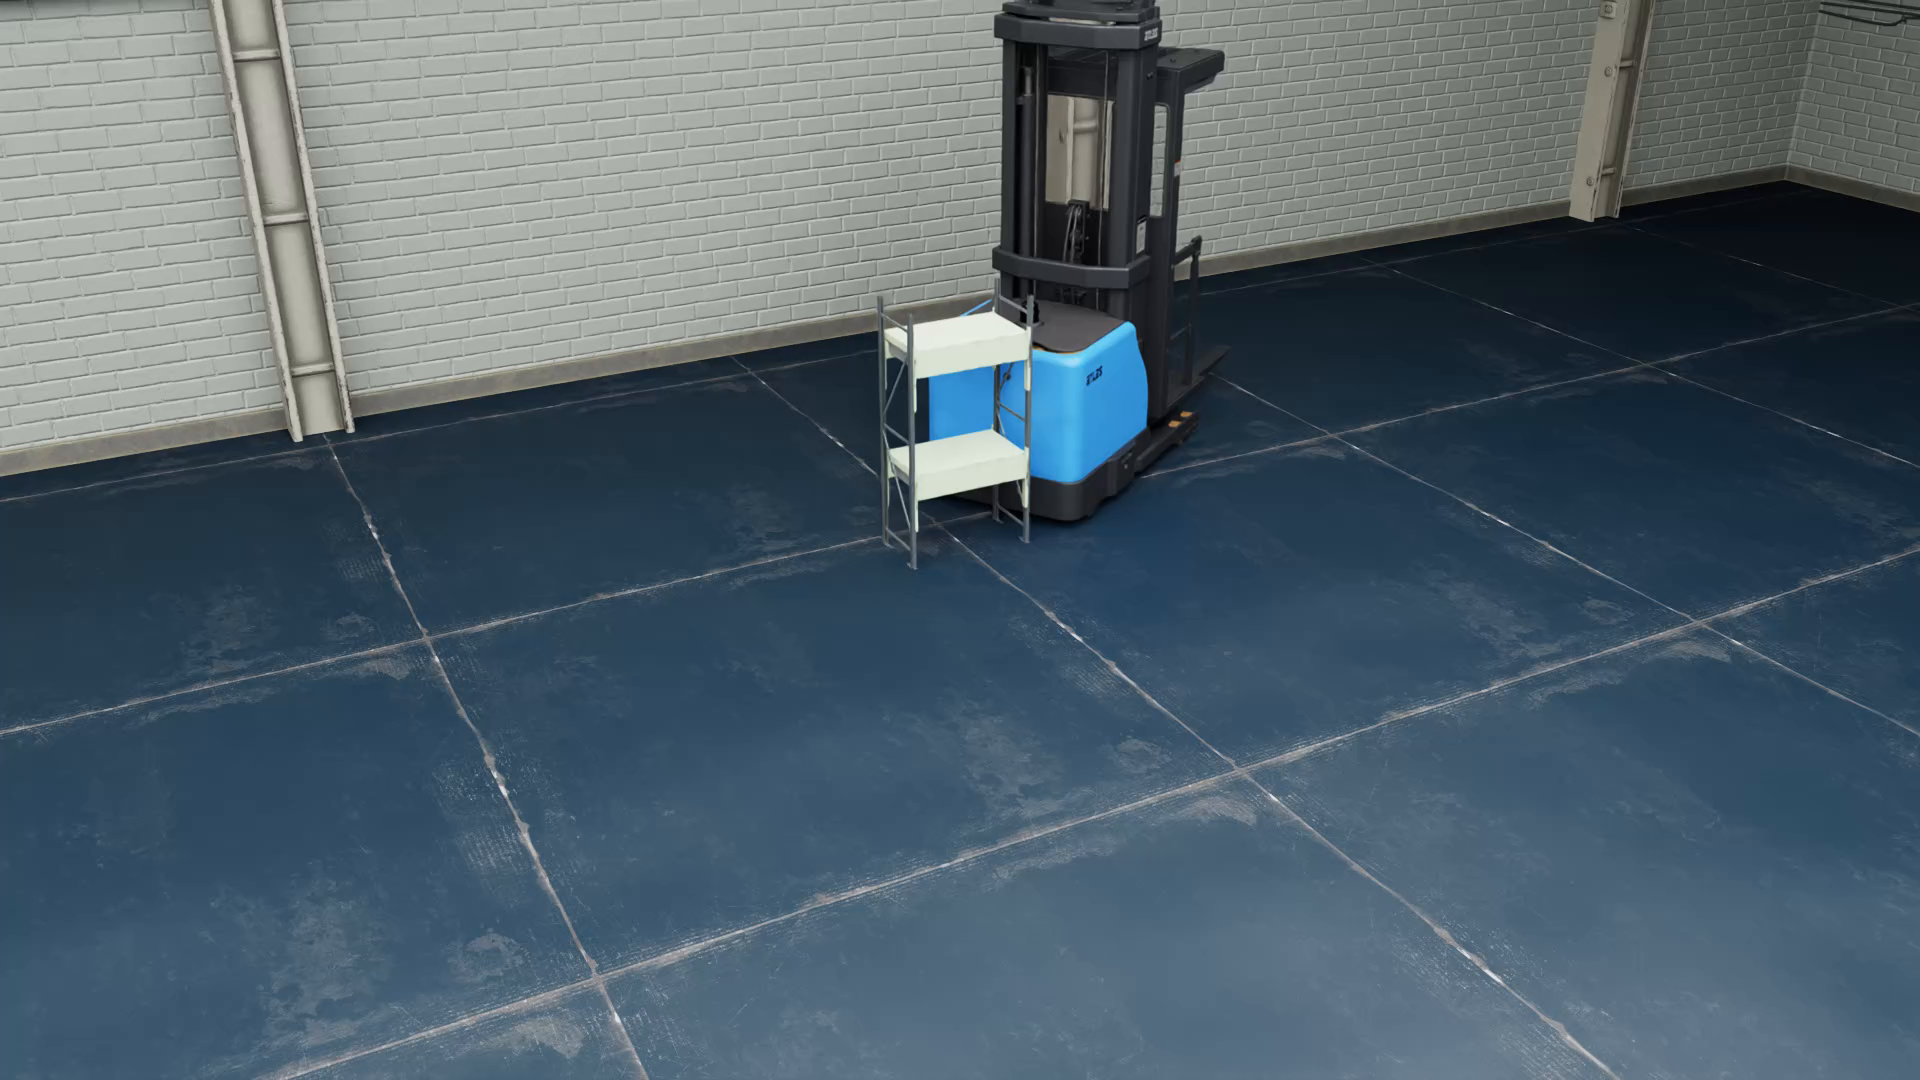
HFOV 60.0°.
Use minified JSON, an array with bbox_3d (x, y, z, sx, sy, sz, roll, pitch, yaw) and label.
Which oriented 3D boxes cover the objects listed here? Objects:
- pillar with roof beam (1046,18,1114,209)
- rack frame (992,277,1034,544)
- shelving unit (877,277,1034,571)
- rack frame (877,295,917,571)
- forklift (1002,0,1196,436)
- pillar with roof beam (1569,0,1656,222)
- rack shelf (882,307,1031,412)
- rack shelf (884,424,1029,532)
[{"bbox_3d":[2.973,-4.388,8.493,0.400,9.000,9.100,-13,29,-25],"label":"pillar with roof beam"},{"bbox_3d":[0.299,-0.729,9.535,0.023,1.500,0.400,-13,29,-25],"label":"rack frame"},{"bbox_3d":[-0.024,-0.655,9.381,0.755,1.500,0.431,-13,29,-25],"label":"shelving unit"},{"bbox_3d":[-0.348,-0.581,9.226,0.023,1.500,0.400,-13,29,-25],"label":"rack frame"},{"bbox_3d":[0.958,-2.034,10.601,1.121,2.935,3.031,14,29,26],"label":"forklift"},{"bbox_3d":[8.267,-5.610,11.038,0.400,9.000,9.100,-13,29,-25],"label":"pillar with roof beam"},{"bbox_3d":[-0.024,-1.007,9.212,0.720,0.370,0.431,-13,29,-25],"label":"rack shelf"},{"bbox_3d":[-0.024,-0.361,9.522,0.720,0.370,0.431,-13,29,-25],"label":"rack shelf"}]
